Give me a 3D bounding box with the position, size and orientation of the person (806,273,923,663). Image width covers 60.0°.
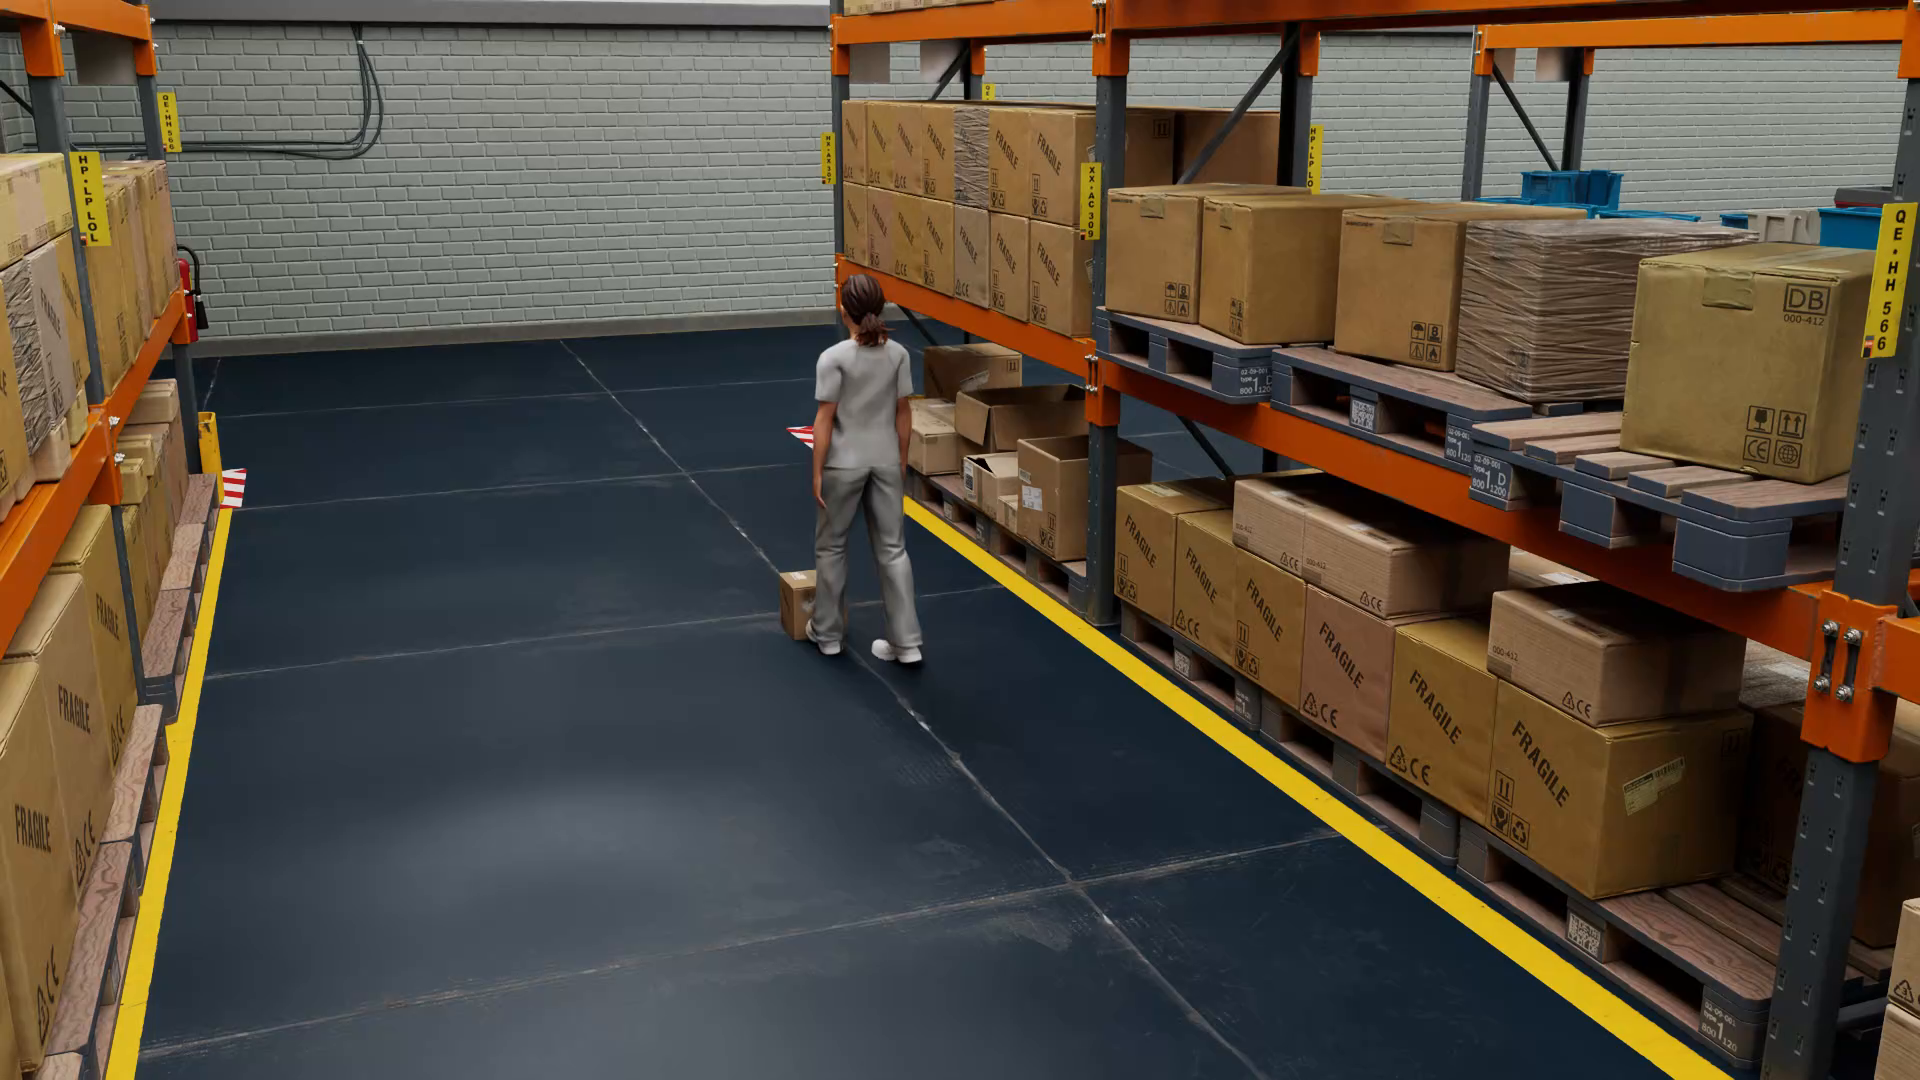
[{"bbox_3d":[-0.446,-0.303,7.109,0.451,1.675,0.616,-7,17,-24],"label":"person"}]
